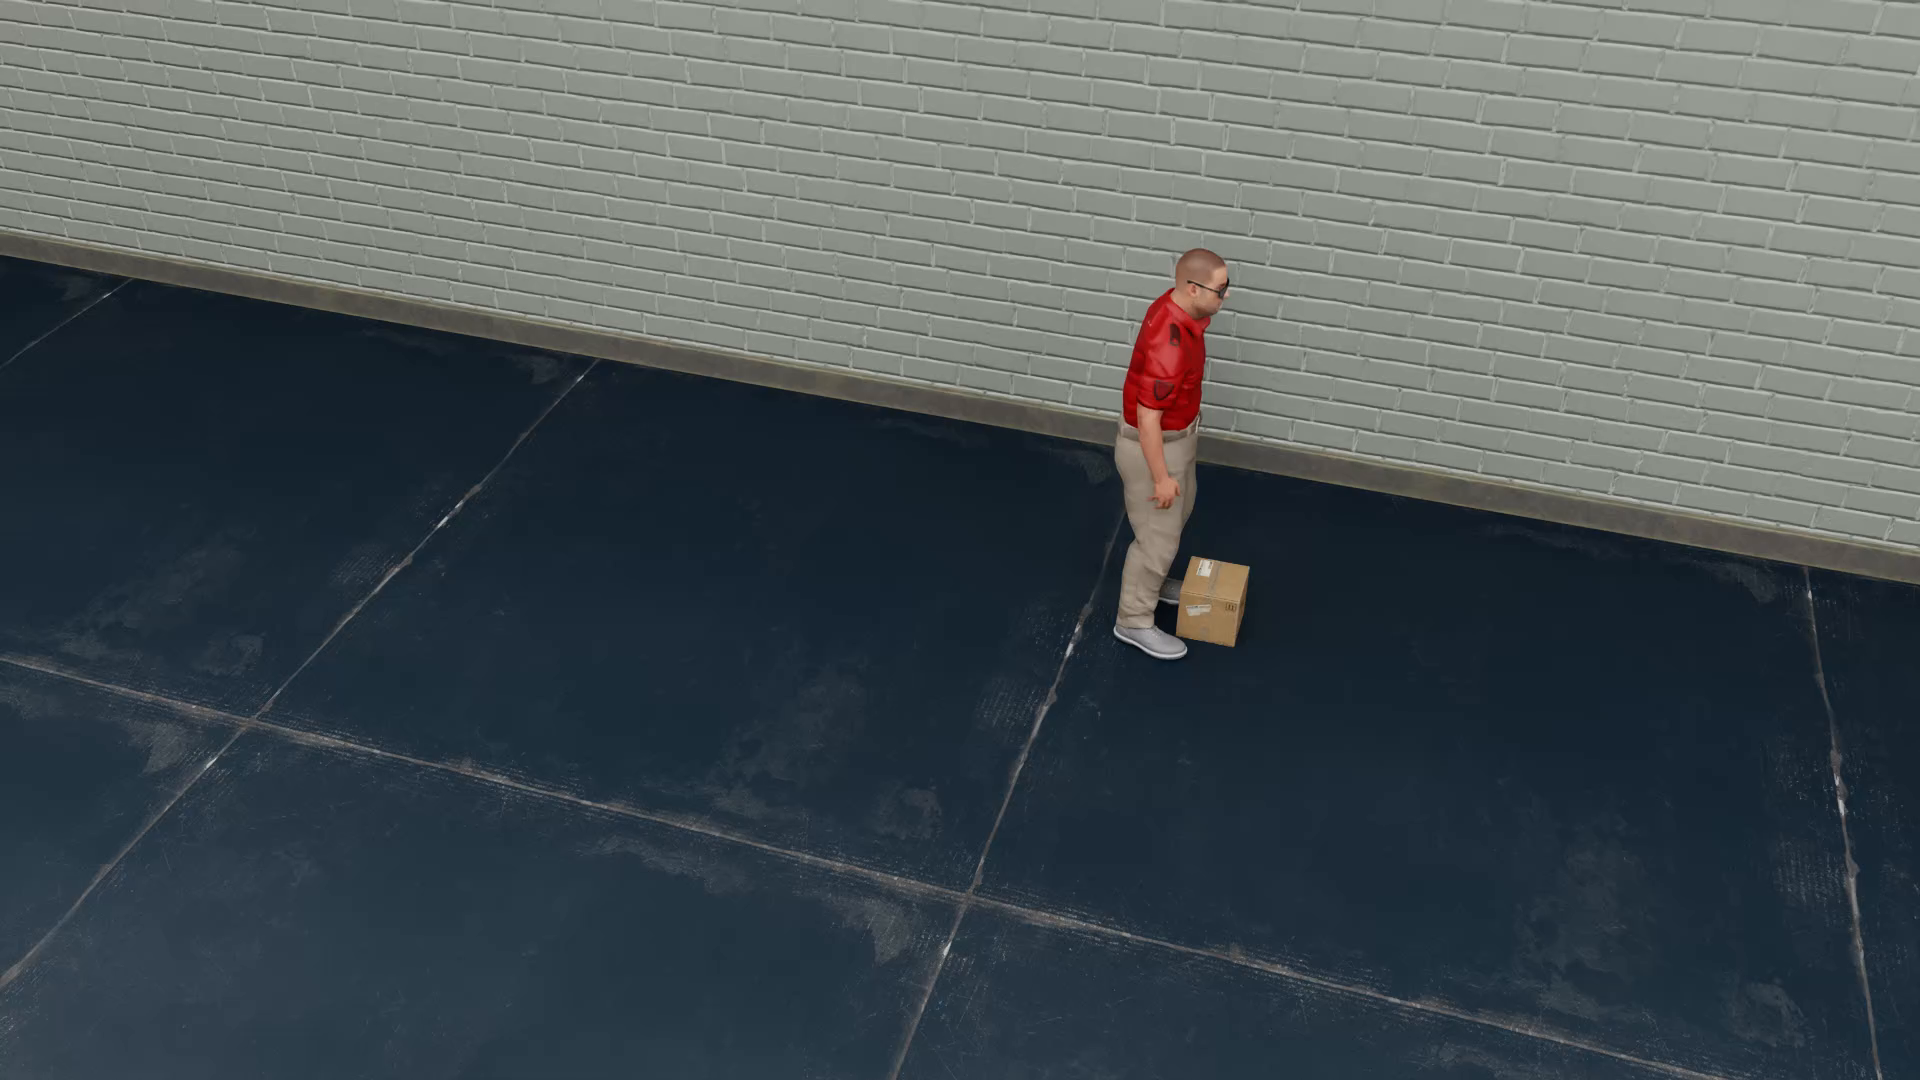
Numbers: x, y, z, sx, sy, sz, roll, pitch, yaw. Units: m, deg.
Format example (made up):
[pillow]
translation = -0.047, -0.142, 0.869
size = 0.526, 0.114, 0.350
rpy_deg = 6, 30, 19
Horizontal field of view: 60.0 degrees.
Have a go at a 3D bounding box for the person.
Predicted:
[person]
translation = 0.828, -0.375, 6.663
size = 0.386, 1.726, 0.594
rpy_deg = 10, 38, 13
